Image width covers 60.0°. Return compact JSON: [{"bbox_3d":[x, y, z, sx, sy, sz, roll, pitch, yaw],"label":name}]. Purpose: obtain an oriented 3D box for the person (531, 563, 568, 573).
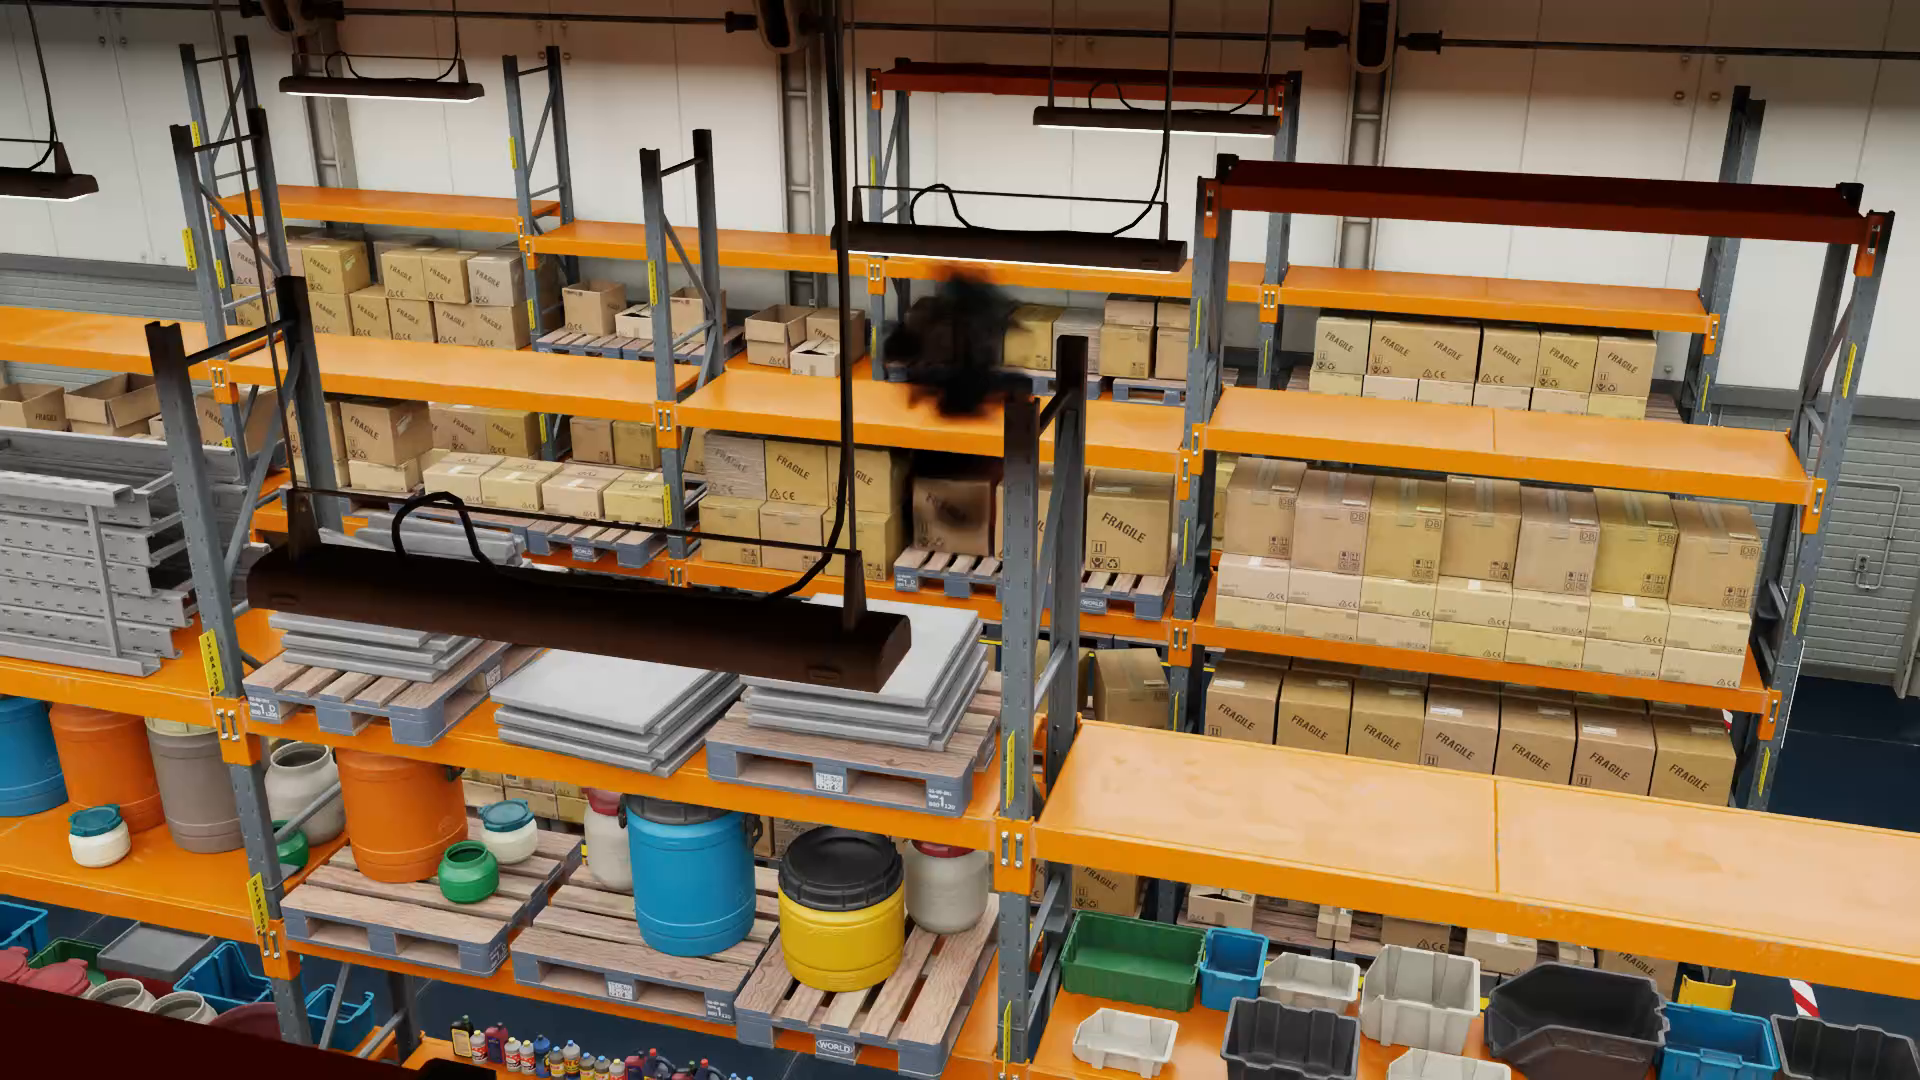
[{"bbox_3d":[-4.223,0.675,16.894,0.569,1.721,0.674,4,23,10],"label":"person"}]
